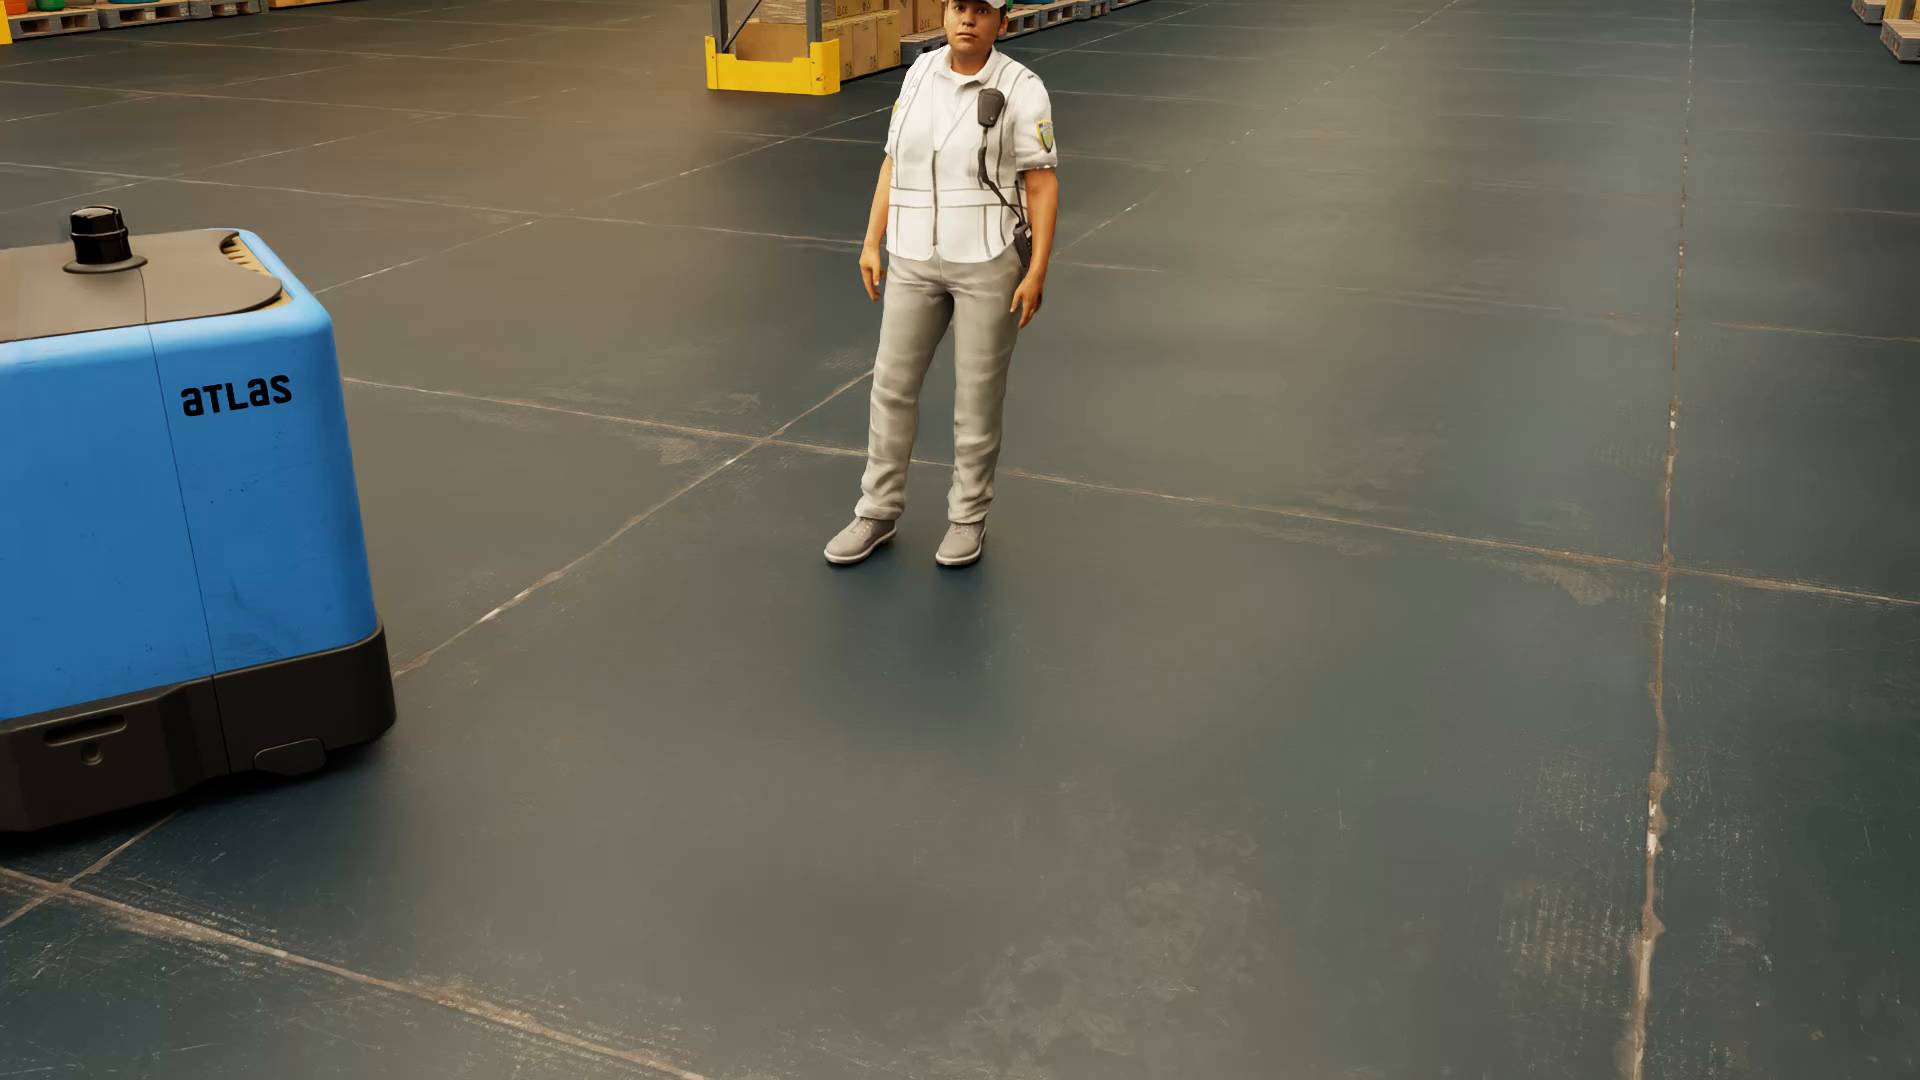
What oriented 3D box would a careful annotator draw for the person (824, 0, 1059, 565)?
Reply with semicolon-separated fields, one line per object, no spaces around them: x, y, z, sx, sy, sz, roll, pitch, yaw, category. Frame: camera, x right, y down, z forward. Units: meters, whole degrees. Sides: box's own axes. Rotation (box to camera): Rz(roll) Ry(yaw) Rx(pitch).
-0.050;-0.752;4.711;0.599;1.670;0.529;9;24;21;person

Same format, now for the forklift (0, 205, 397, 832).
-2.852;-0.721;3.017;3.031;2.935;1.130;-13;26;-28;forklift
